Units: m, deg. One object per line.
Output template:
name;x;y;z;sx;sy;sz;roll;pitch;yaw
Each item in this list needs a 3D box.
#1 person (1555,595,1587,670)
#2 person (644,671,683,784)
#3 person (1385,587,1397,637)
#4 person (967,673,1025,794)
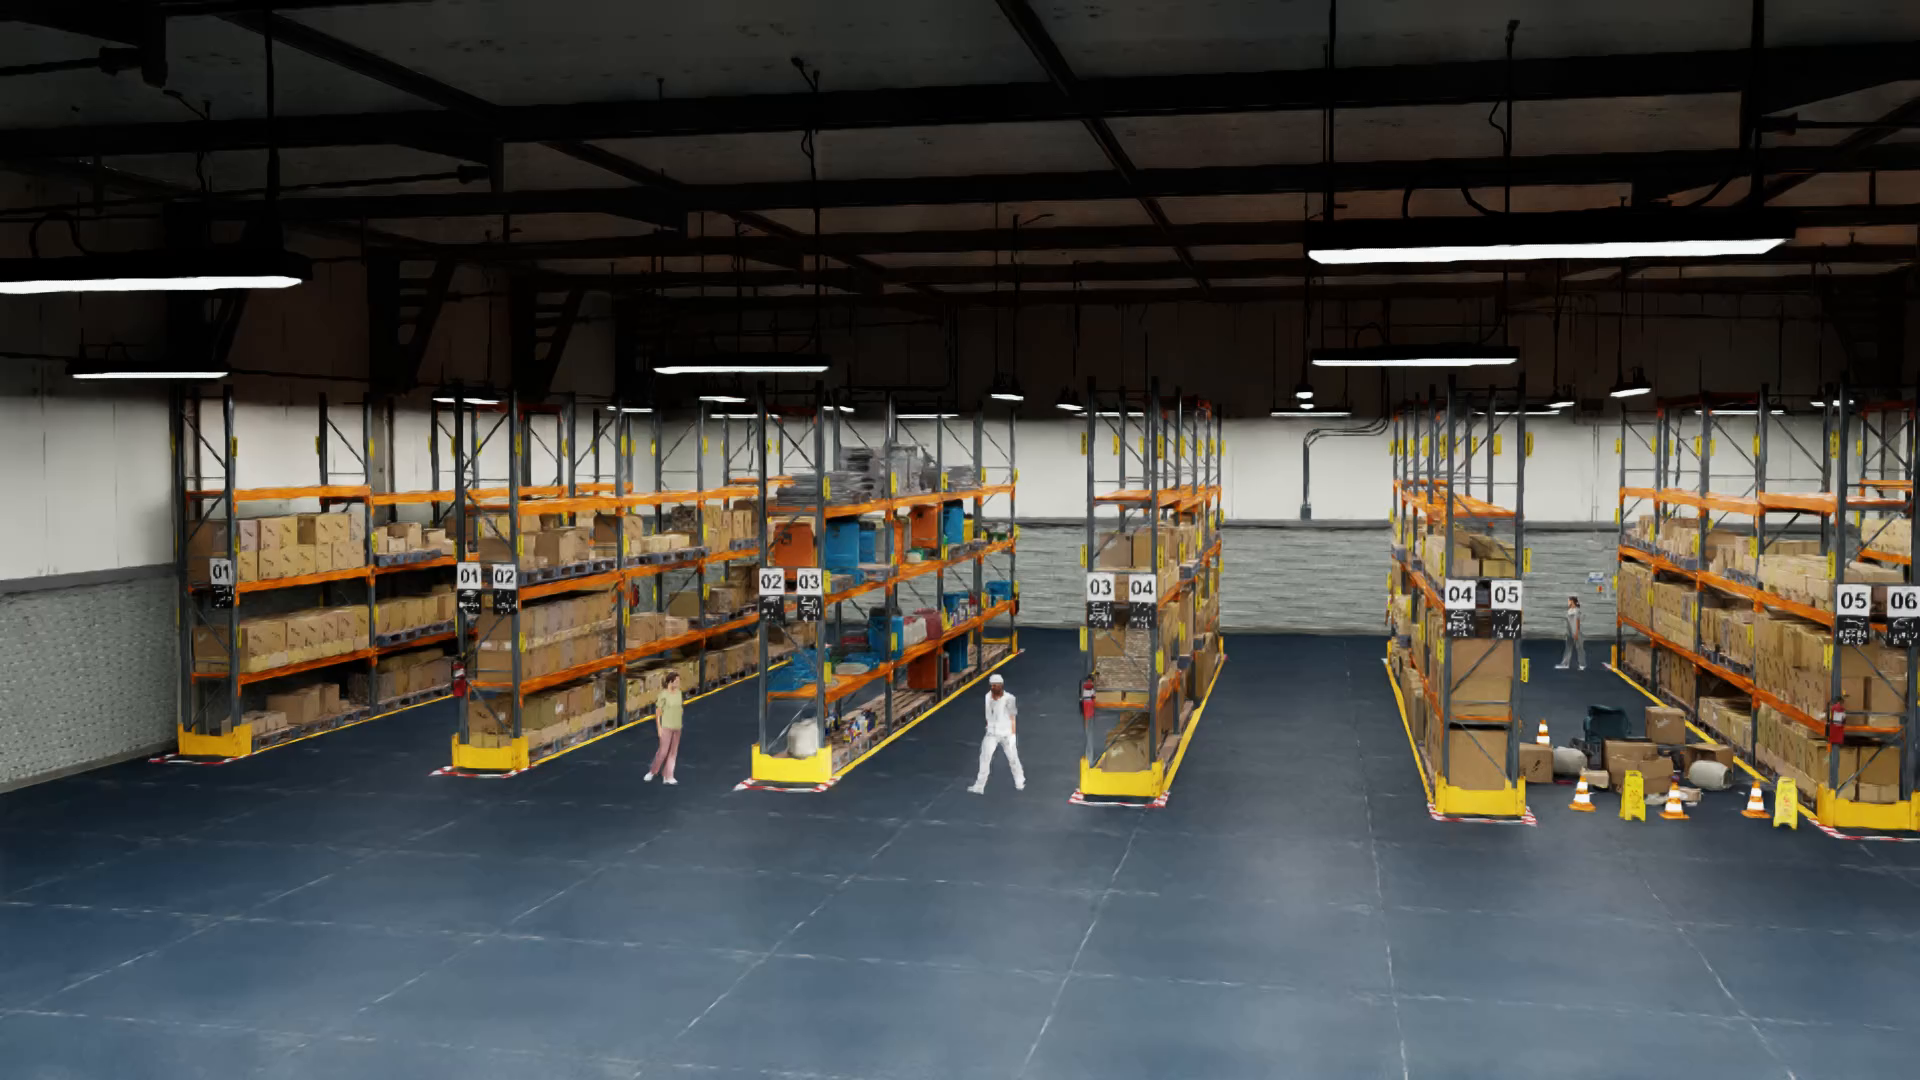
person;13.747;2.075;37.350;0.615;1.666;0.577;0;3;-2
person;-4.375;2.777;24.642;0.622;1.667;0.438;-3;4;-43
person;10.456;1.908;39.707;0.523;1.783;0.645;-1;3;-21
person;0.552;2.789;24.056;0.608;1.741;0.963;2;4;35
